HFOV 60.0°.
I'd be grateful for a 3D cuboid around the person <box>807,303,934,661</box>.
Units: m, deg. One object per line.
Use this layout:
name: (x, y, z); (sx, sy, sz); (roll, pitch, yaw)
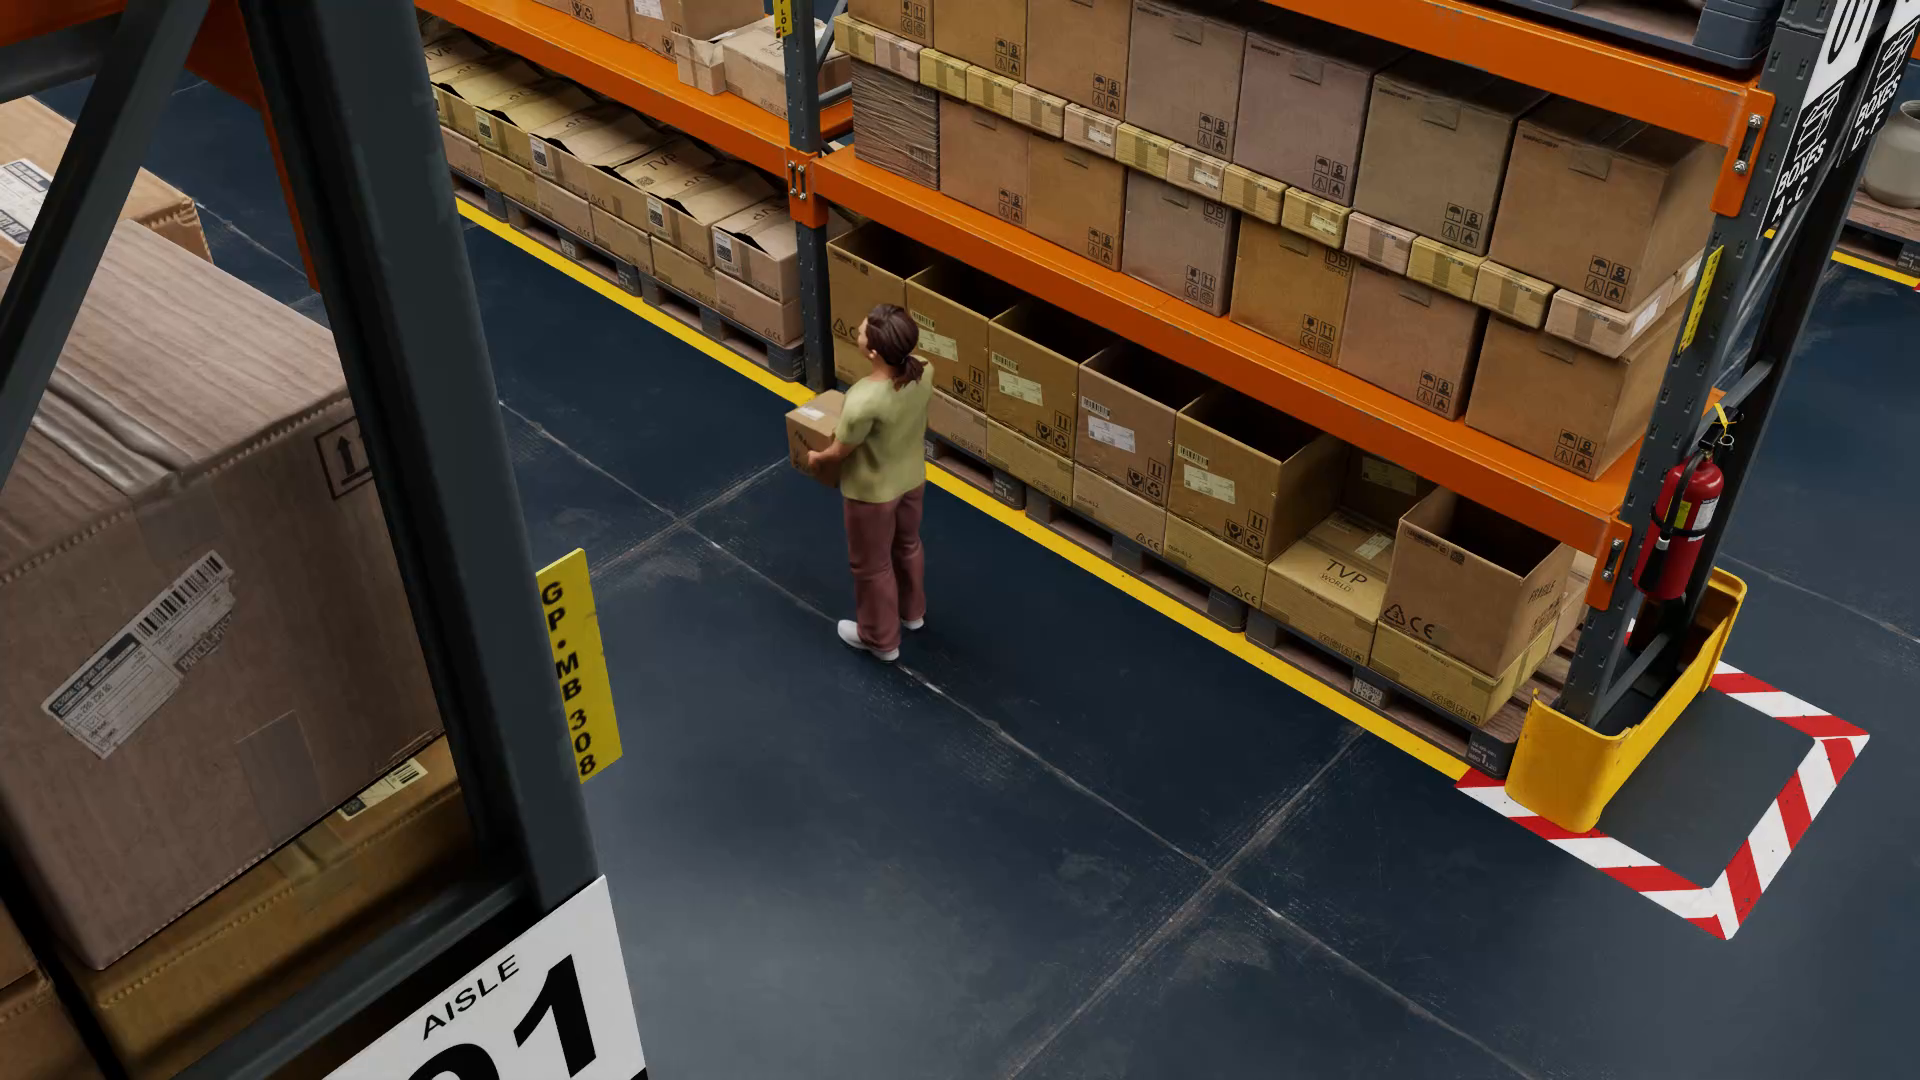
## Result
person: (-0.327, -0.228, 6.431); (0.519, 1.676, 0.463); (30, 48, 32)
